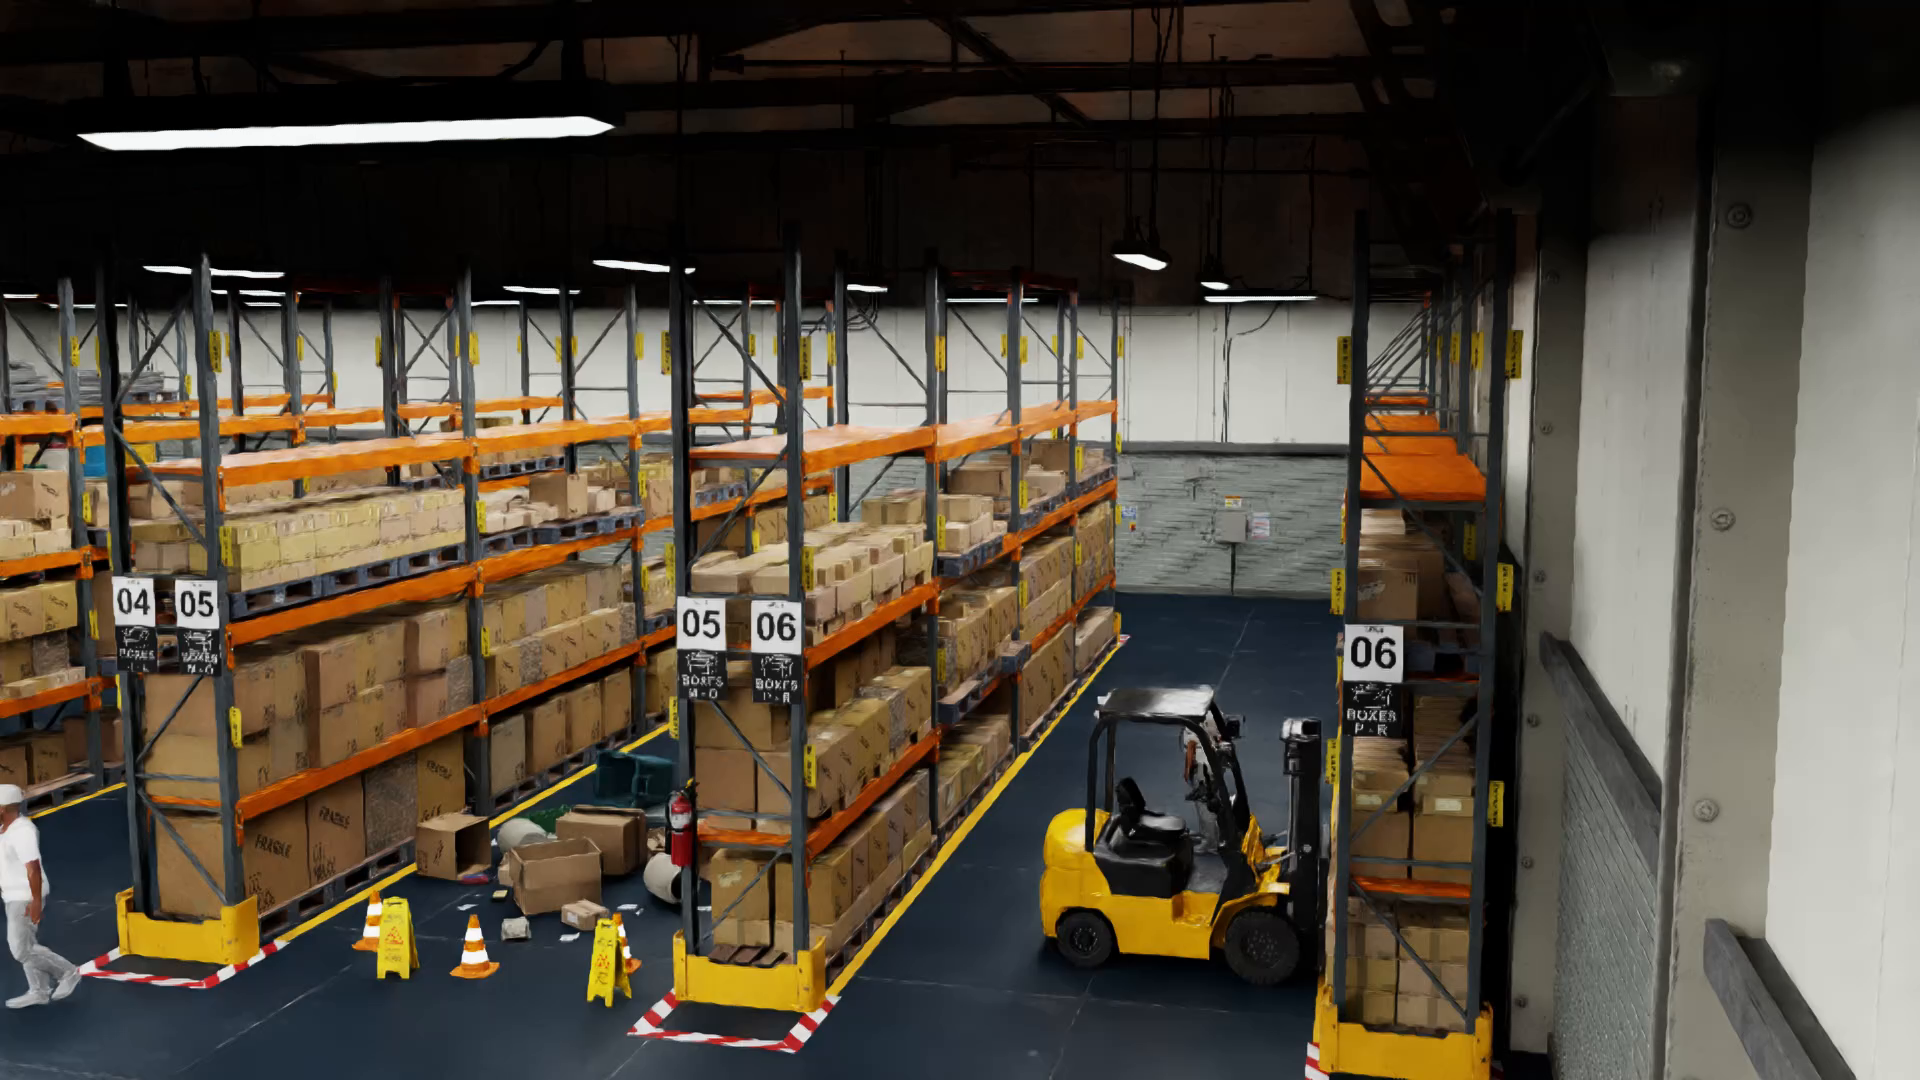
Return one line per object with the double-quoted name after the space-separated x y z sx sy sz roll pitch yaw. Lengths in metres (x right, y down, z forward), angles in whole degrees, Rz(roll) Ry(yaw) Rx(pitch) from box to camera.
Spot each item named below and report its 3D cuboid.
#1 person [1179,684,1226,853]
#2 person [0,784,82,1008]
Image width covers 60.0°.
2.456 2.283 16.867 0.551 1.657 0.598 6 9 41 "person"
-7.178 2.740 12.856 0.578 1.759 0.615 -6 9 -39 "person"
